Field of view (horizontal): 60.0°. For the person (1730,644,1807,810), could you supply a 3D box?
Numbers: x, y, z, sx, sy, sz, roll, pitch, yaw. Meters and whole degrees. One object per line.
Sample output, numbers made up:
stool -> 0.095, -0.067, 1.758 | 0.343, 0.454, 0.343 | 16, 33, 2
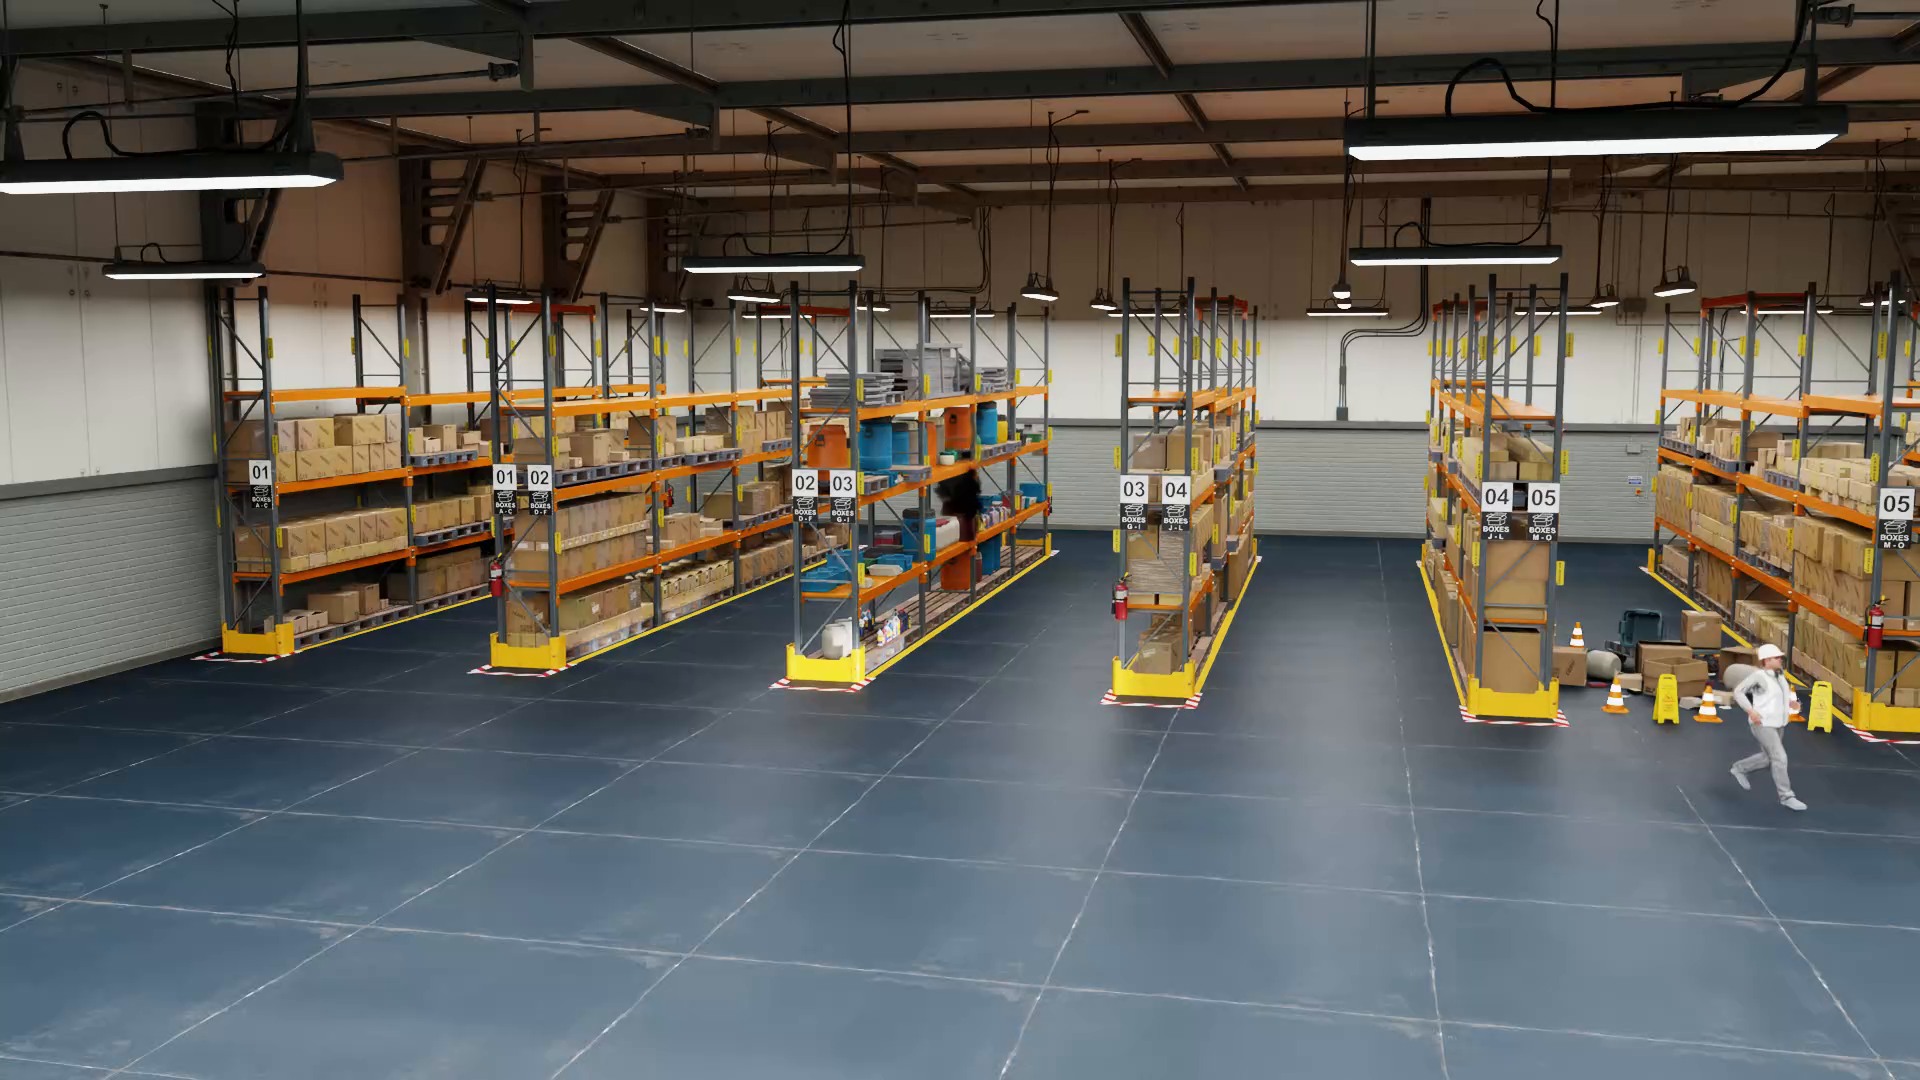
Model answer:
person -> 8.914, 2.016, 18.301 | 0.680, 1.741, 0.976 | -4, 8, -34

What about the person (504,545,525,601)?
person -> -7.878, 0.901, 29.418 | 0.543, 1.474, 0.530 | 1, 7, 6
